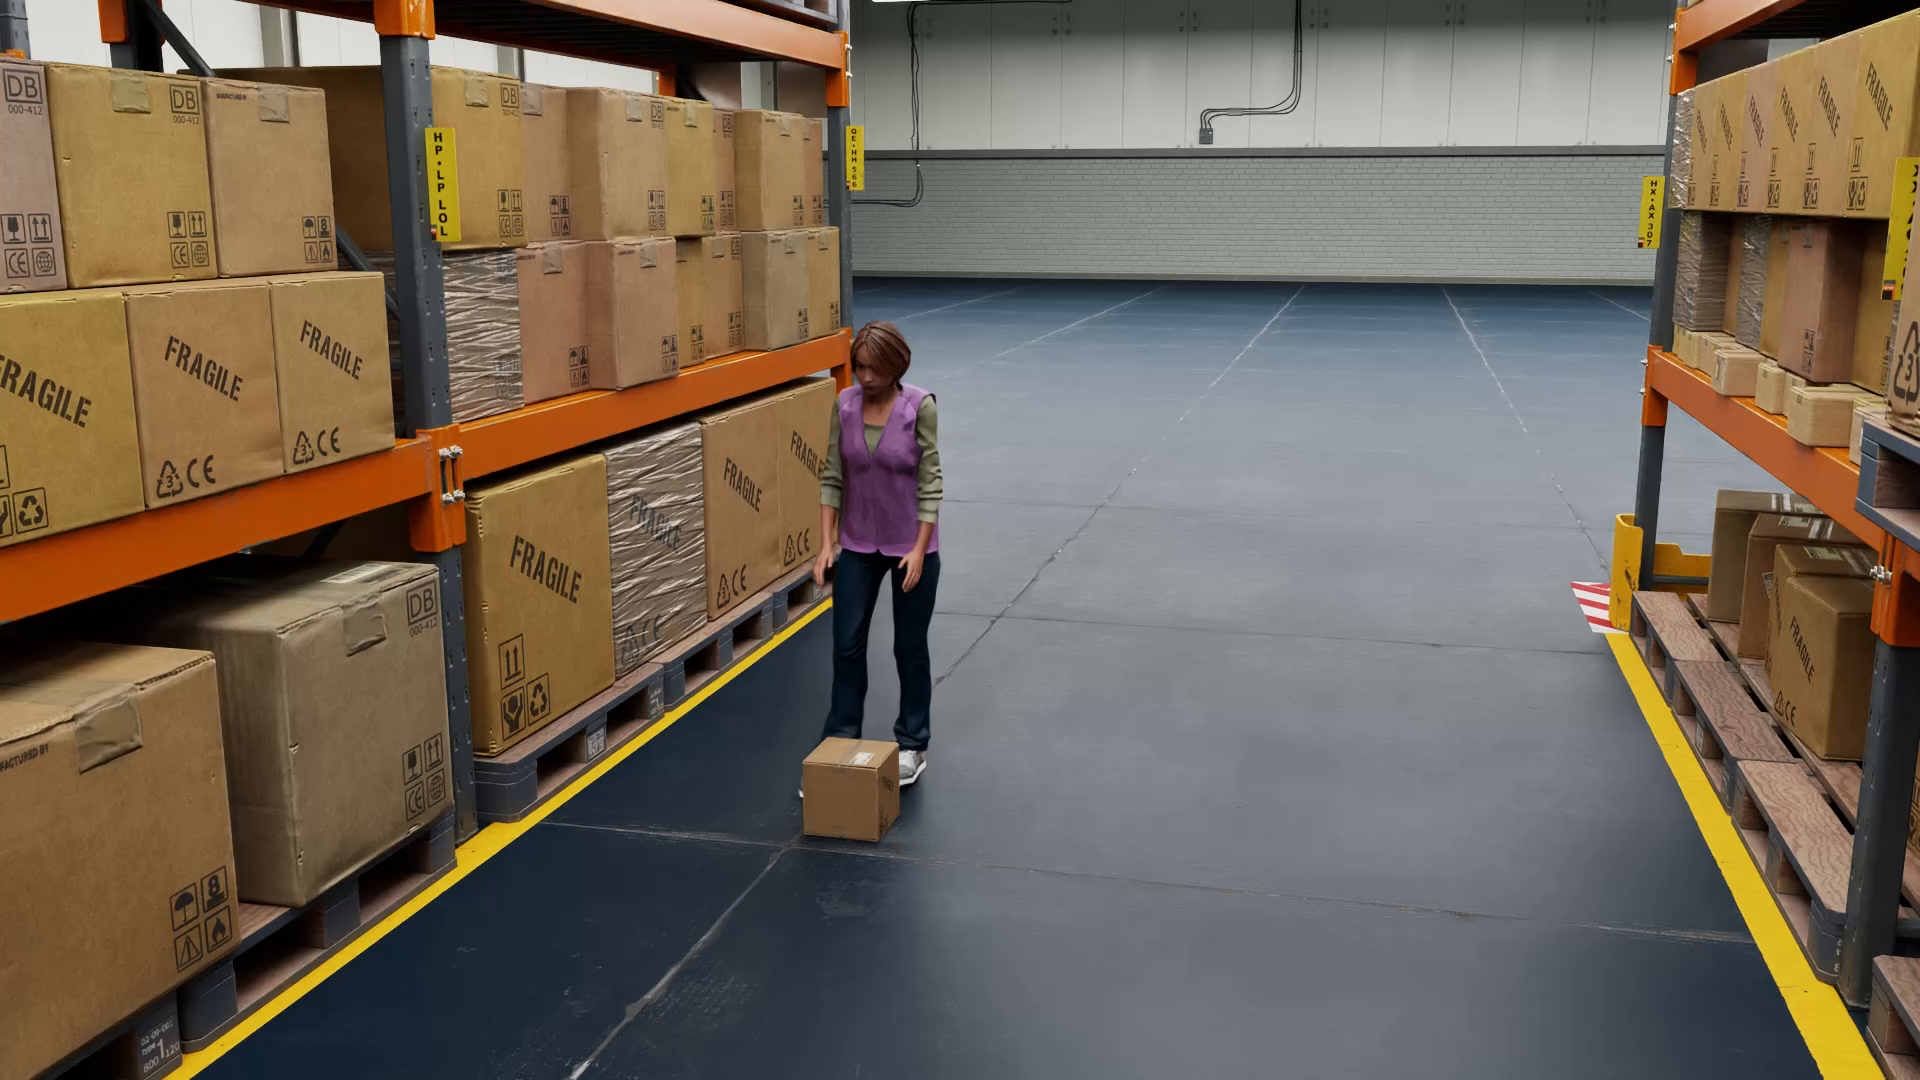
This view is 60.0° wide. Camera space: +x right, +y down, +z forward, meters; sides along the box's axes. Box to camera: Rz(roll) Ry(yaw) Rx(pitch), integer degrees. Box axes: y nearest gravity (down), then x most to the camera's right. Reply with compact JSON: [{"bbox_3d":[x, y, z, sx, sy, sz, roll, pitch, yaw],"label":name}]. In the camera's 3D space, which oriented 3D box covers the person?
[{"bbox_3d":[-0.285,0.061,5.635,0.452,1.606,0.453,3,12,14],"label":"person"}]
